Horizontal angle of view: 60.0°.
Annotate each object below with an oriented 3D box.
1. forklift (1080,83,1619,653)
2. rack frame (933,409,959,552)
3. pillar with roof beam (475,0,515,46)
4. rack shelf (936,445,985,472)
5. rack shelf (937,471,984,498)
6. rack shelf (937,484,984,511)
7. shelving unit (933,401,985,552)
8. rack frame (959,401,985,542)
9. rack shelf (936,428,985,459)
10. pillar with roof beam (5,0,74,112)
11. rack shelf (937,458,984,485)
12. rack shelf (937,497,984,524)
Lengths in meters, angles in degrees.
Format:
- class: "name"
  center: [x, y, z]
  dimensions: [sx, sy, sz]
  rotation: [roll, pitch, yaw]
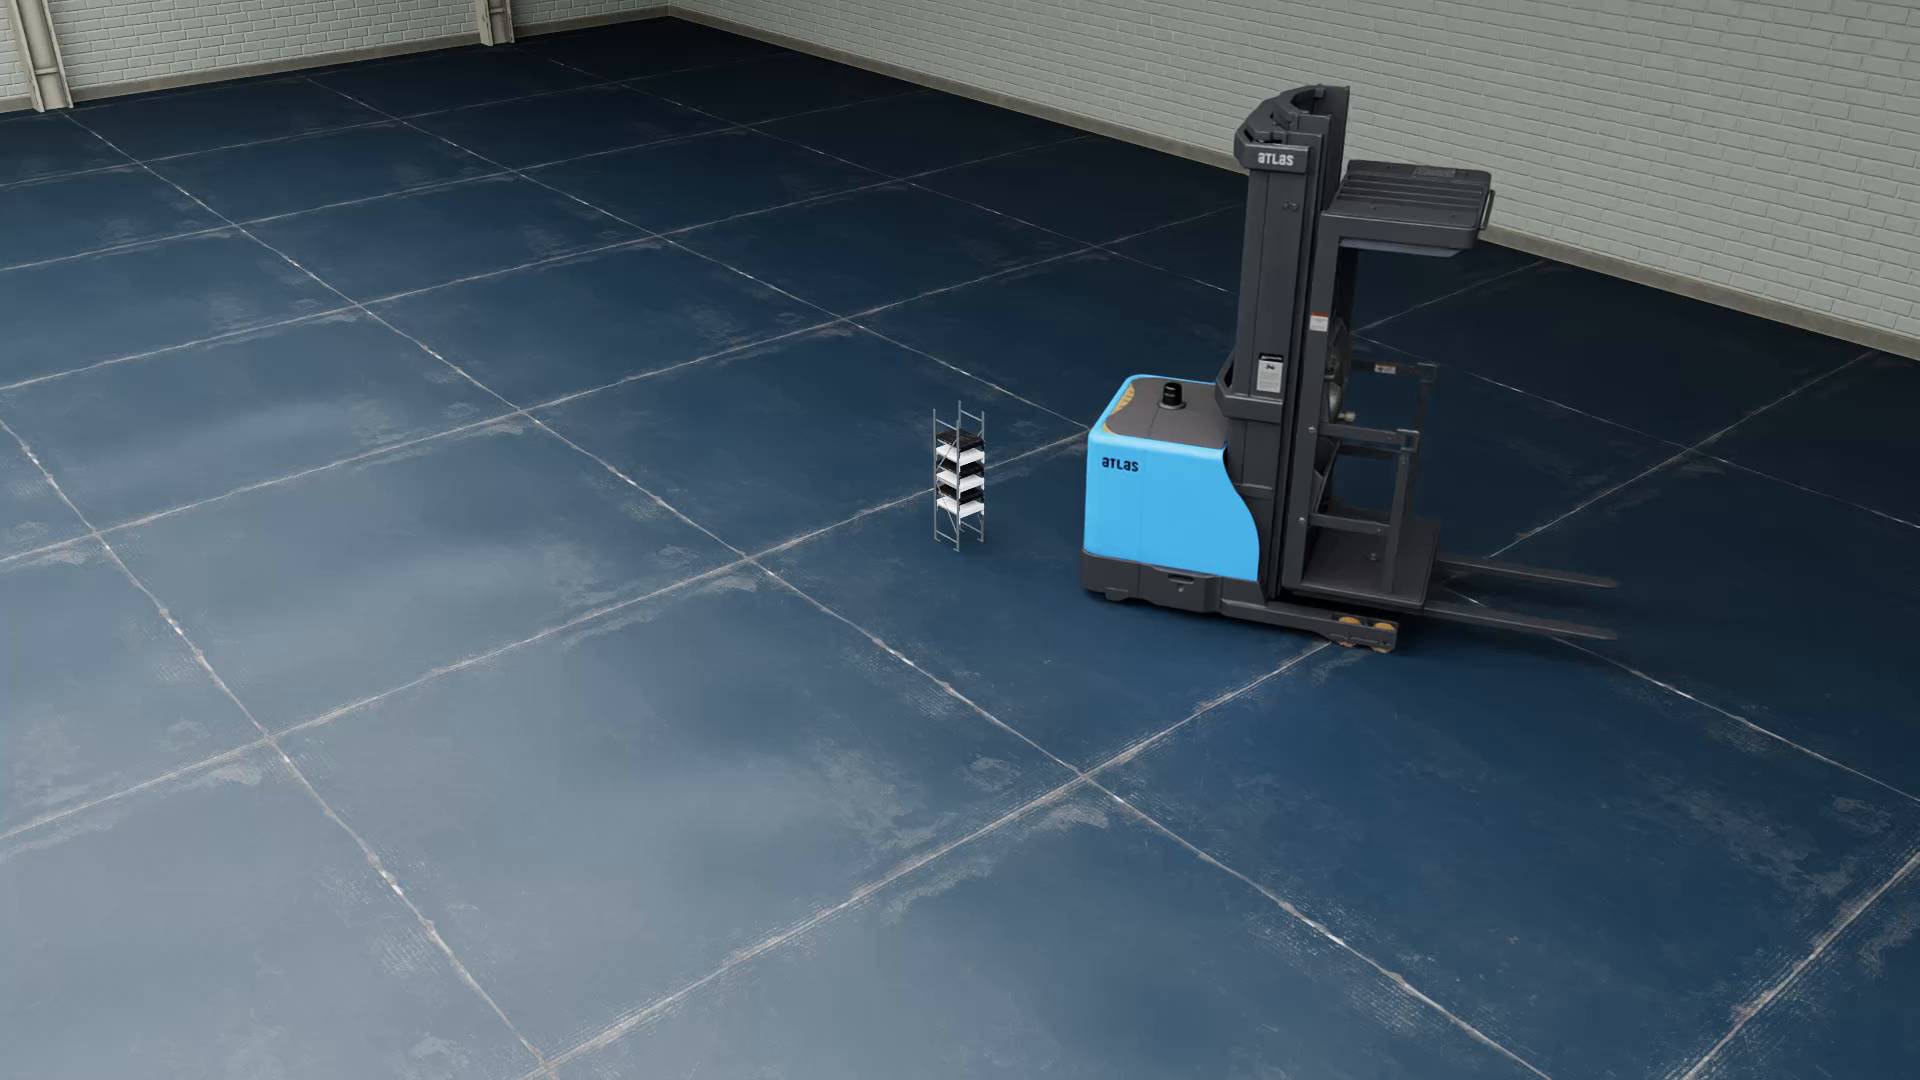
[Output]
- class: "forklift"
  center: [2.294, -0.938, 9.254]
  dimensions: [3.031, 2.935, 1.130]
  rotation: [9, 30, 17]
- class: "rack frame"
  center: [-0.084, -0.363, 10.333]
  dimensions: [0.006, 0.900, 0.240]
  rotation: [-22, 35, -35]
- class: "pillar with roof beam"
  center: [-3.909, -9.638, 19.096]
  dimensions: [0.400, 9.000, 9.100]
  rotation: [-22, 35, -35]
- class: "rack shelf"
  center: [-0.006, -0.524, 10.322]
  dimensions: [0.200, 0.077, 0.258]
  rotation: [-22, 35, -35]
- class: "rack shelf"
  center: [-0.006, -0.365, 10.407]
  dimensions: [0.200, 0.077, 0.258]
  rotation: [-22, 35, -35]
- class: "rack shelf"
  center: [-0.006, -0.286, 10.450]
  dimensions: [0.200, 0.077, 0.258]
  rotation: [-22, 35, -35]
- class: "shelving unit"
  center: [-0.006, -0.394, 10.392]
  dimensions: [0.210, 0.900, 0.258]
  rotation: [-22, 35, -35]
- class: "rack frame"
  center: [0.071, -0.426, 10.450]
  dimensions: [0.006, 0.900, 0.240]
  rotation: [-22, 35, -35]
- class: "rack shelf"
  center: [-0.006, -0.603, 10.280]
  dimensions: [0.200, 0.077, 0.258]
  rotation: [-22, 35, -35]
- class: "pillar with roof beam"
  center: [-8.473, -7.803, 15.661]
  dimensions: [0.400, 9.000, 9.100]
  rotation: [-22, 35, -35]
- class: "rack shelf"
  center: [-0.006, -0.444, 10.365]
  dimensions: [0.200, 0.077, 0.258]
  rotation: [-22, 35, -35]
- class: "rack shelf"
  center: [-0.006, -0.206, 10.492]
  dimensions: [0.200, 0.077, 0.258]
  rotation: [-22, 35, -35]
